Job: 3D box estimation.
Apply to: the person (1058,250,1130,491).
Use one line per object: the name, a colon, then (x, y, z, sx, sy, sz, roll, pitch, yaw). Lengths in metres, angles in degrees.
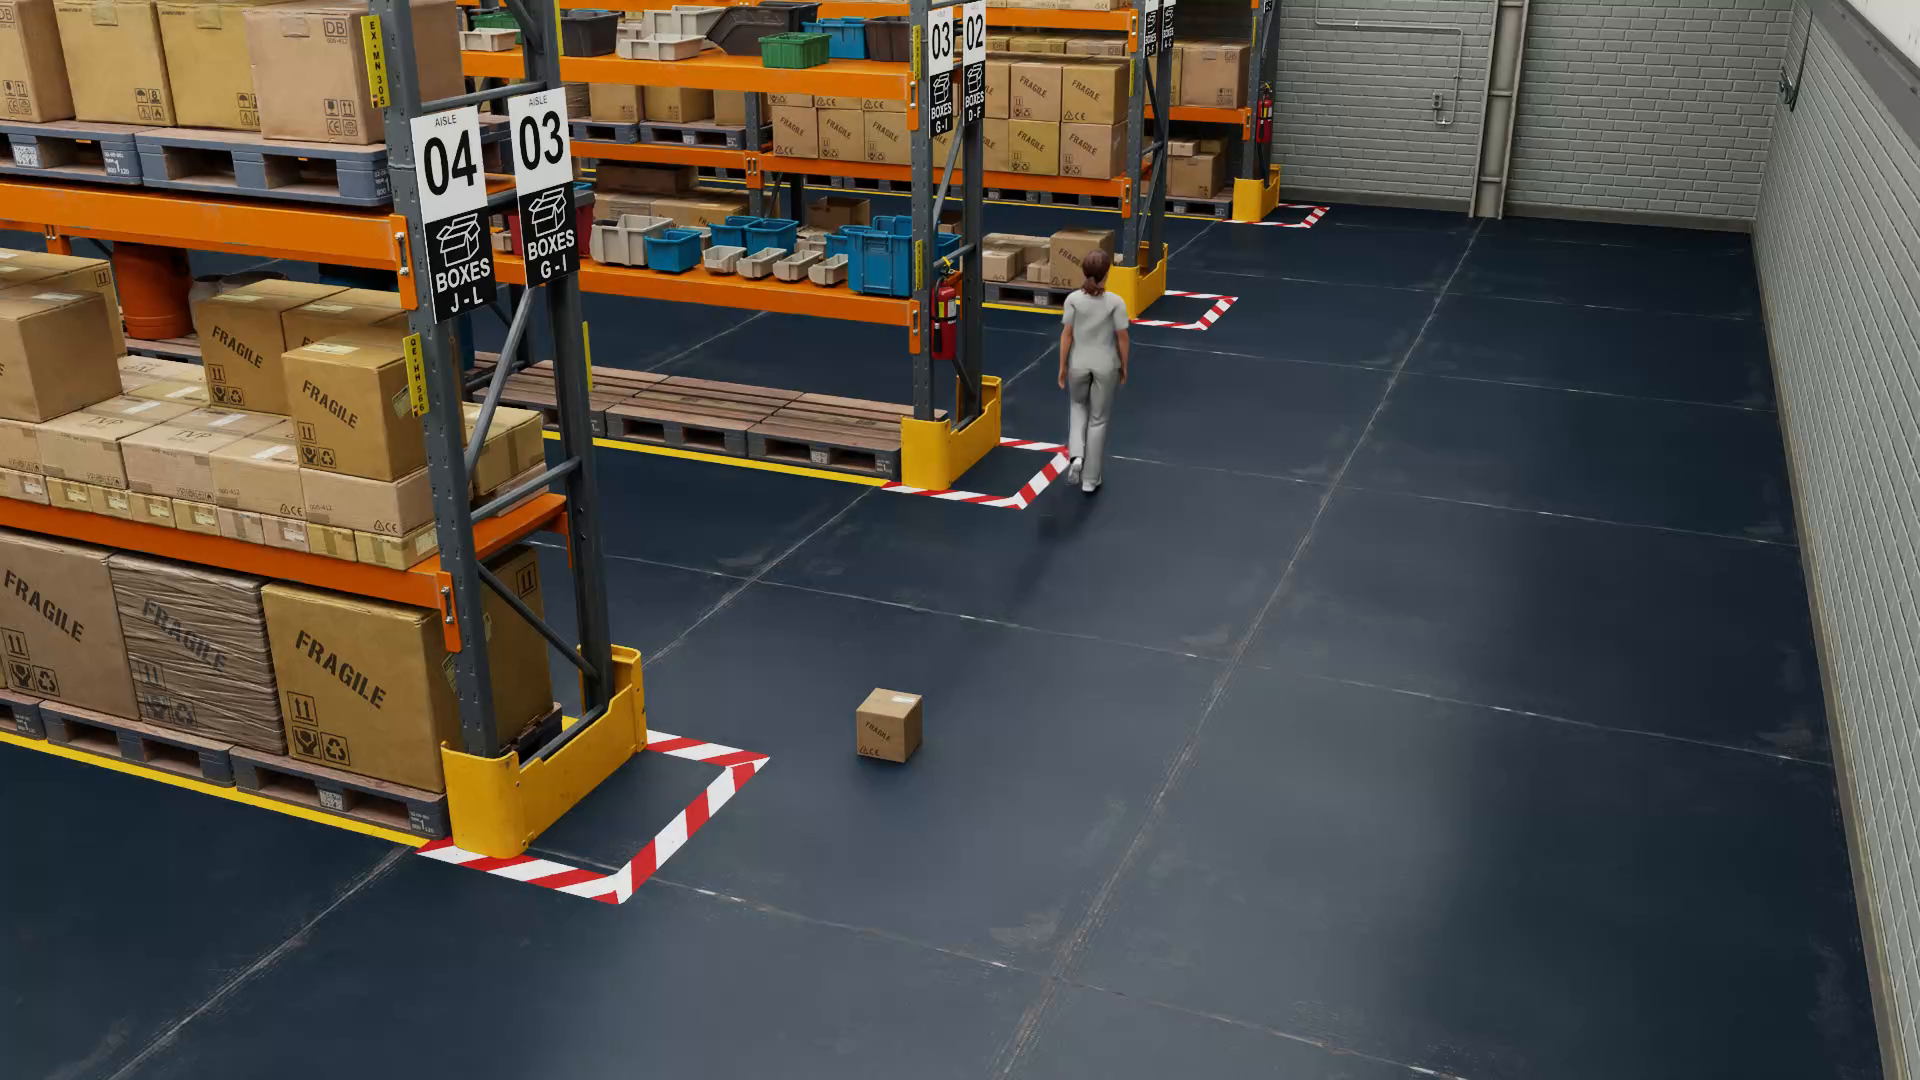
person: (0.925, -1.157, 11.365, 0.473, 1.683, 0.457, 7, 23, 16)
